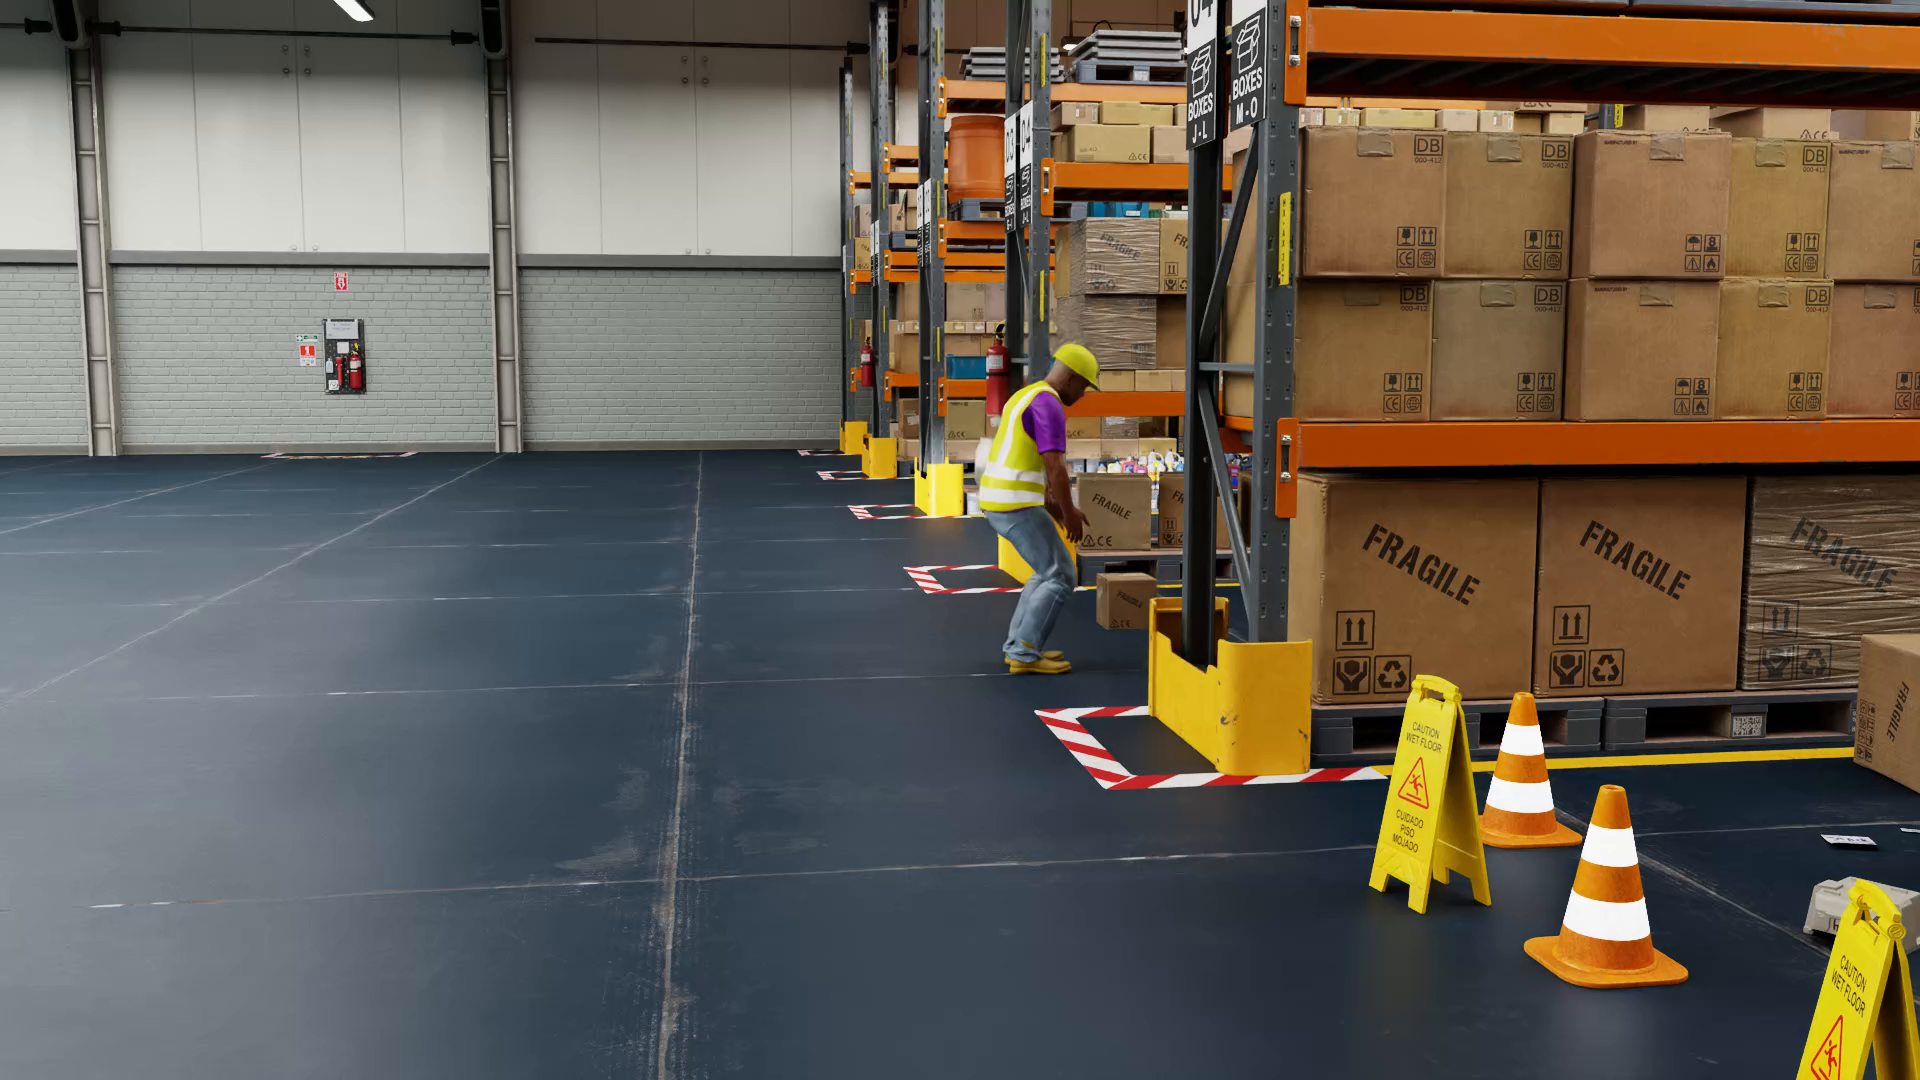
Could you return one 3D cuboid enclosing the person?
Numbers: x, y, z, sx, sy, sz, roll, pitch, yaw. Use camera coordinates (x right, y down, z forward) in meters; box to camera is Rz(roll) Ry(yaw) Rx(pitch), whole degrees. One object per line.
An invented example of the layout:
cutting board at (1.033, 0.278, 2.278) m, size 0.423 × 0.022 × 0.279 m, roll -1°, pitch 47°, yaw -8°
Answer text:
person at (0.394, -0.164, 8.254) m, size 0.599 × 1.613 × 0.616 m, roll -1°, pitch 7°, yaw -8°
